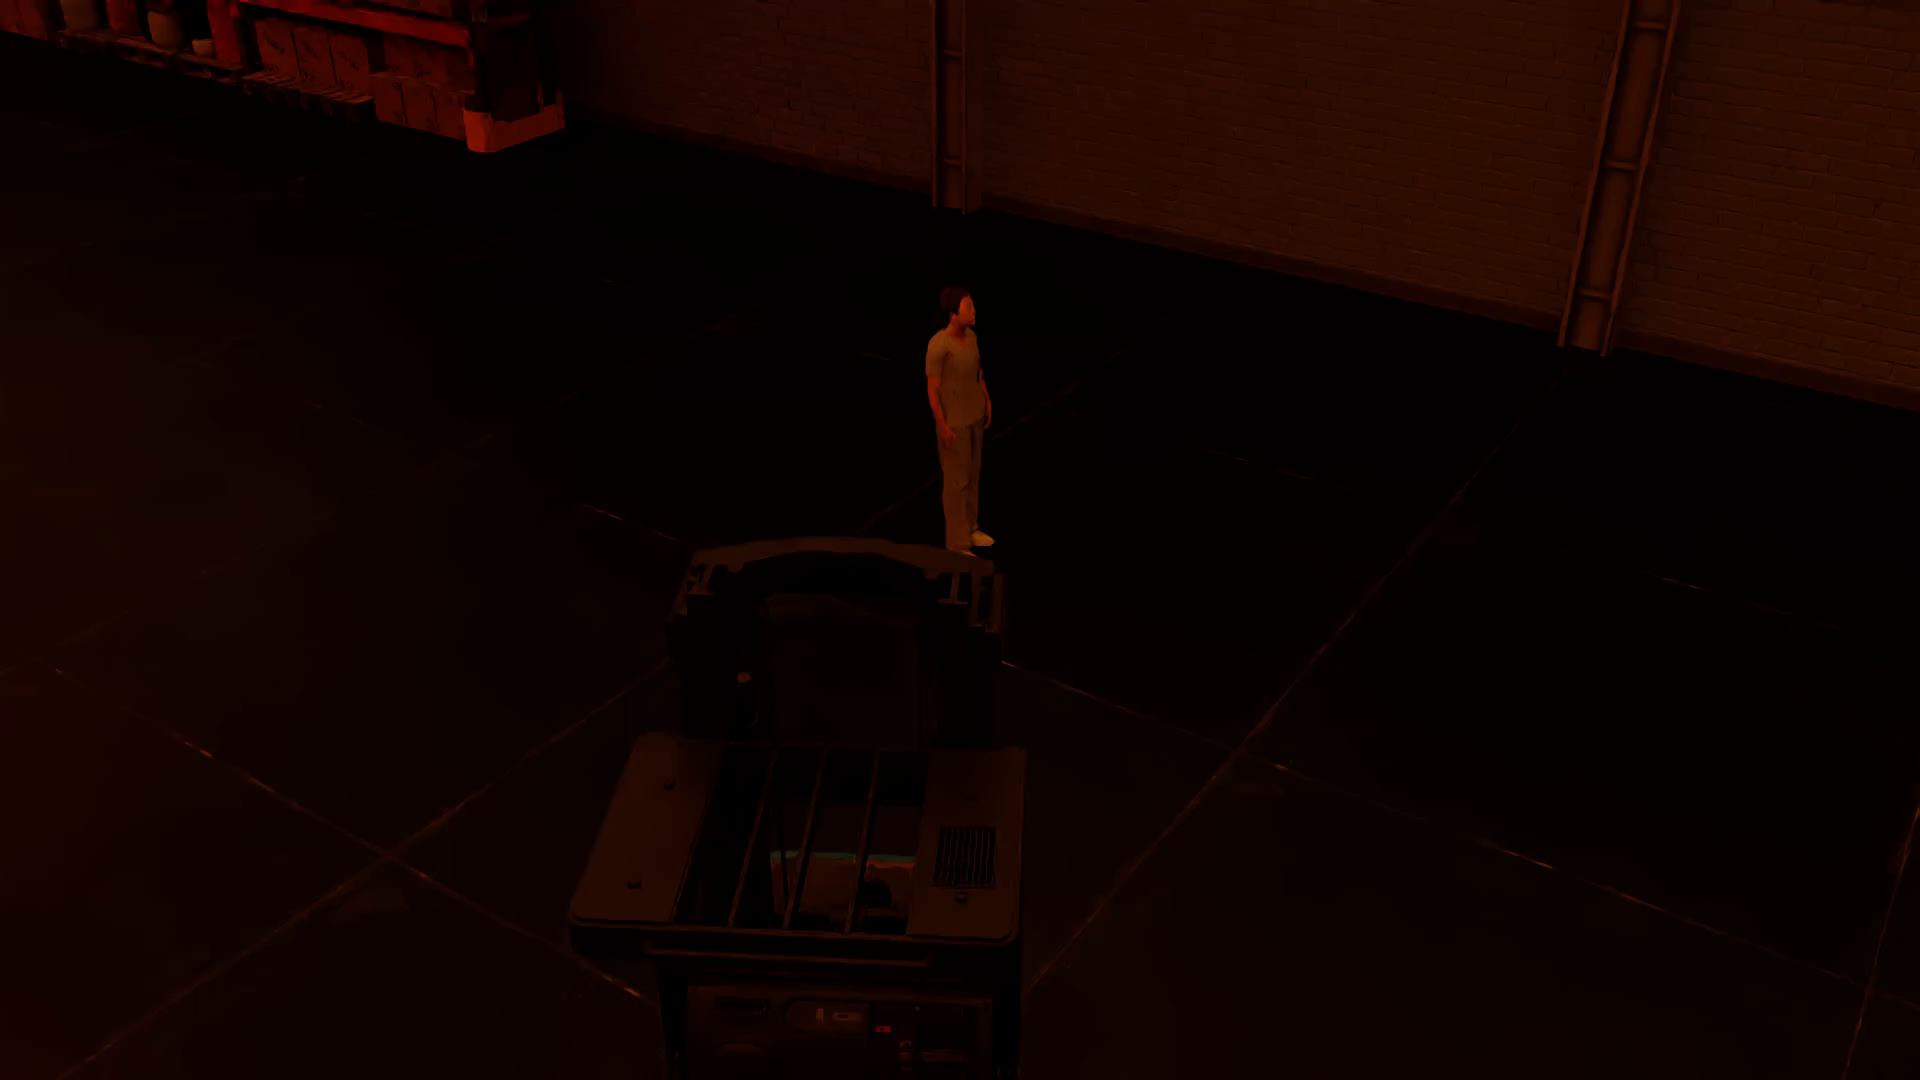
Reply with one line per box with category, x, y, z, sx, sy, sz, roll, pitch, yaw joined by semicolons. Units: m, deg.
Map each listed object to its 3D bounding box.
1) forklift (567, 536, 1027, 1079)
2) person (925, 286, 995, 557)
forklift;-0.377;1.589;4.845;1.130;2.935;3.031;2;30;3
person;0.054;-0.704;10.030;0.548;1.674;0.550;19;35;29
